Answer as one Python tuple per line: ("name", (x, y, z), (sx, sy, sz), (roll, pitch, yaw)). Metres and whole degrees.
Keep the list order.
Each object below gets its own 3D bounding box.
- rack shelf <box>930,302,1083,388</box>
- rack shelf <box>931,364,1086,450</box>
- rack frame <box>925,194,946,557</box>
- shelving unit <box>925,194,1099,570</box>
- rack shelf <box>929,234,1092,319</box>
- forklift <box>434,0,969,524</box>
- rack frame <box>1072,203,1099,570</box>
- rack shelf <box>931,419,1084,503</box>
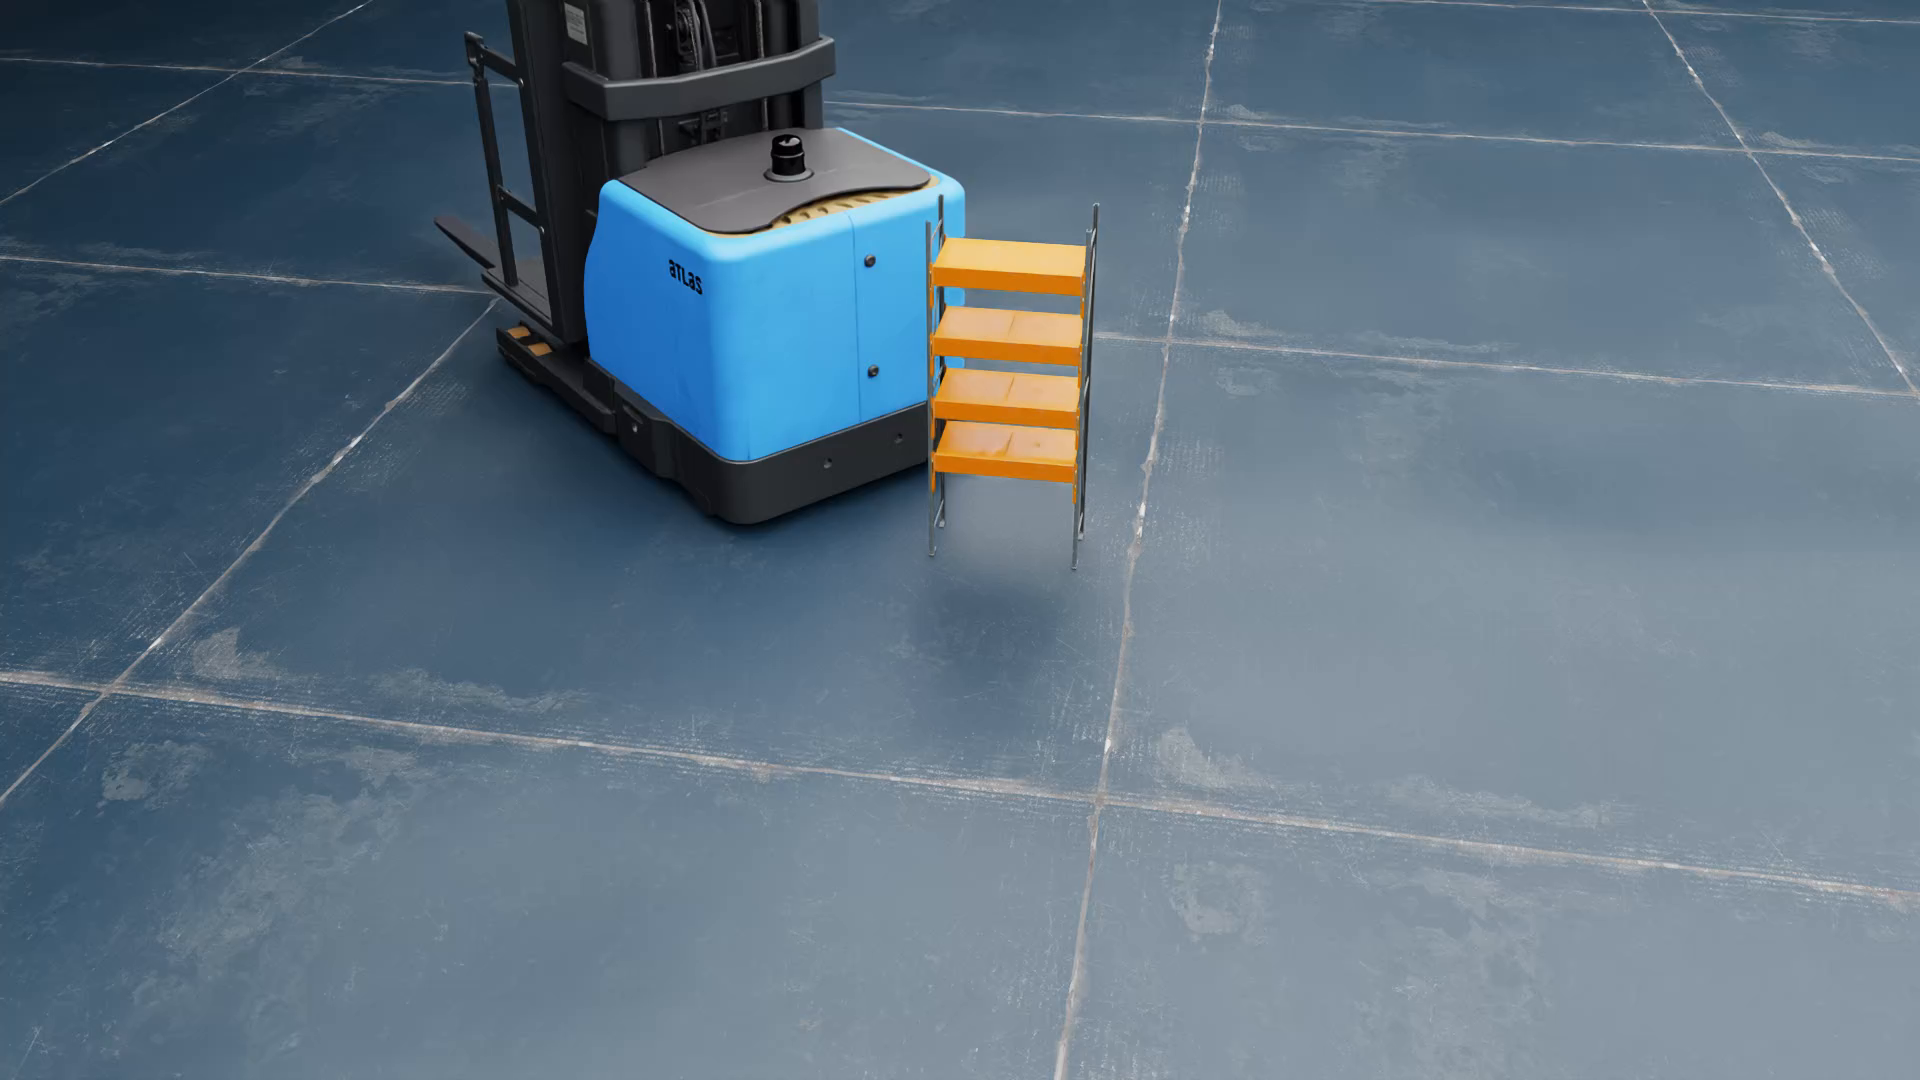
("rack shelf", (0.163, -0.626, 5.325), (0.480, 0.148, 0.258), (5, 32, 8))
("rack shelf", (0.163, -0.437, 5.444), (0.480, 0.148, 0.258), (5, 32, 8))
("rack frame", (-0.077, -0.516, 5.443), (0.015, 1.200, 0.240), (5, 32, 8))
("shelving unit", (0.163, -0.494, 5.408), (0.503, 1.200, 0.258), (5, 32, 8))
("rack shelf", (0.163, -0.827, 5.200), (0.480, 0.148, 0.258), (5, 32, 8))
("forklift", (-1.259, -2.020, 6.214), (1.130, 2.935, 3.031), (-22, 38, -31))
("rack frame", (0.404, -0.472, 5.373), (0.015, 1.200, 0.240), (5, 32, 8))
("rack shelf", (0.163, -0.268, 5.549), (0.480, 0.148, 0.258), (5, 32, 8))
